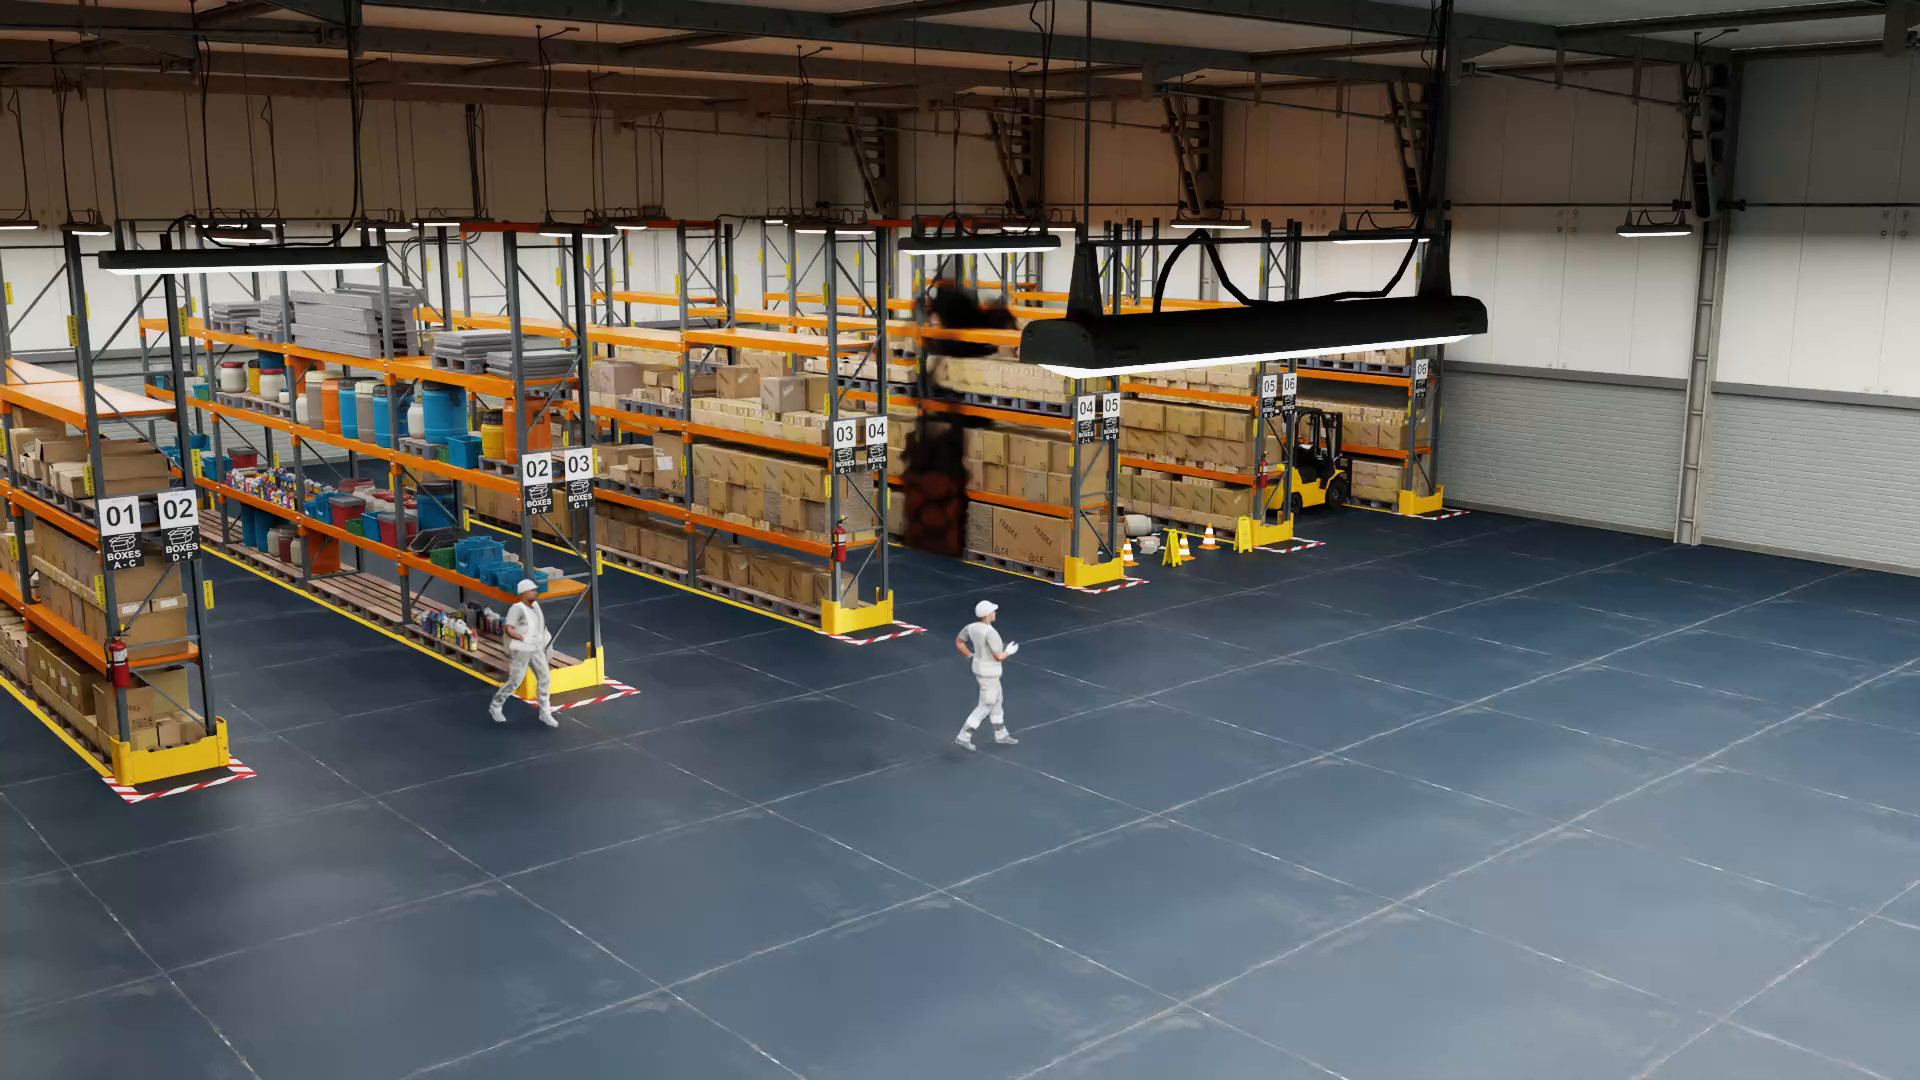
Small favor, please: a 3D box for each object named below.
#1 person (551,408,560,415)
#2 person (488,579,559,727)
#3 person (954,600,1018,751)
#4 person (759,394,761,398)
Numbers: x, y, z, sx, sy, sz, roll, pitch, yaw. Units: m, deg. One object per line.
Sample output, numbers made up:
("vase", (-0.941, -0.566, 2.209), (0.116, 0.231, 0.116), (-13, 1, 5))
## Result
("person", (-9.663, -2.336, 39.536), (0.552, 1.594, 0.638), (1, 11, 6))
("person", (-5.323, 1.376, 20.555), (0.917, 1.784, 0.742), (4, 12, 21))
("person", (0.319, 1.577, 19.355), (0.882, 1.794, 0.648), (-5, 13, -24))
("person", (-5.211, -3.391, 44.518), (0.666, 1.717, 0.776), (-5, 12, -21))
